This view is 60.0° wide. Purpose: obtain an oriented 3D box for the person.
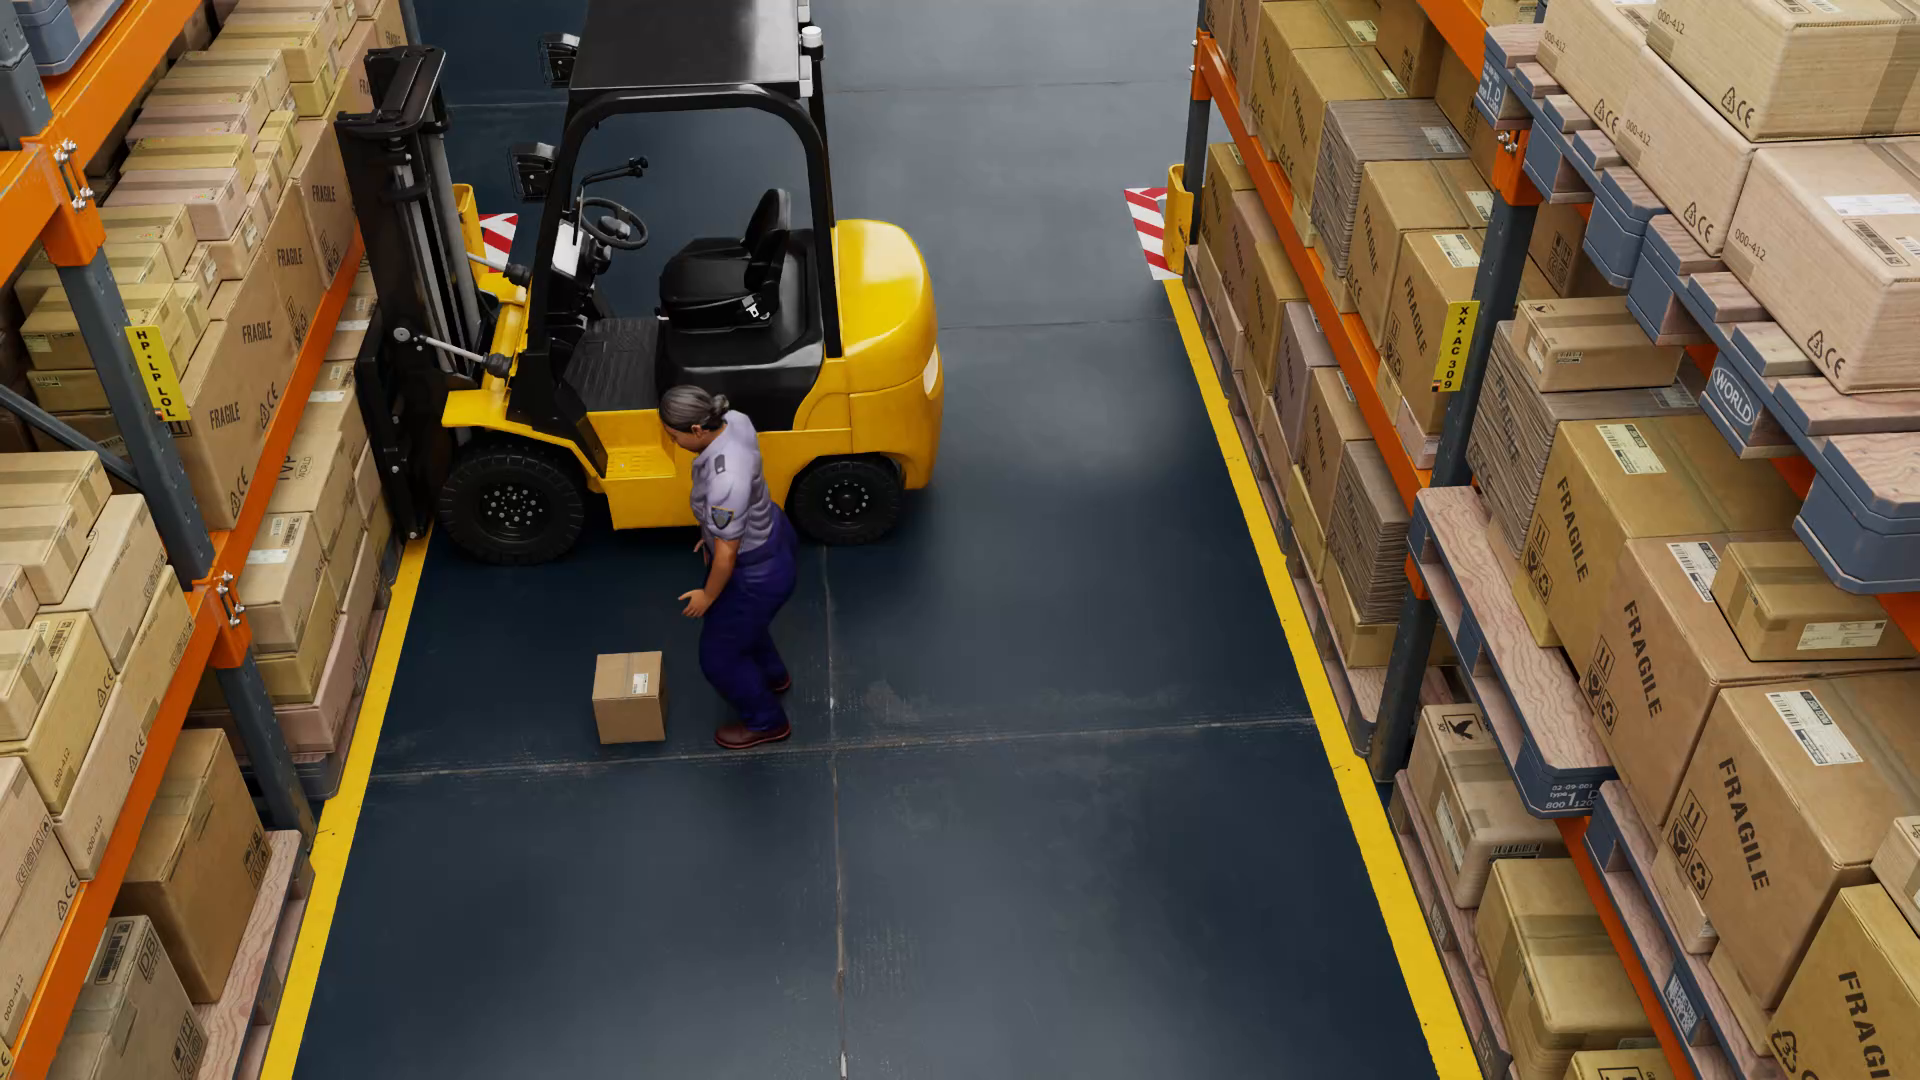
[{"bbox_3d":[-0.809,0.098,6.106,0.426,1.587,0.504,-2,39,-3],"label":"person"}]
